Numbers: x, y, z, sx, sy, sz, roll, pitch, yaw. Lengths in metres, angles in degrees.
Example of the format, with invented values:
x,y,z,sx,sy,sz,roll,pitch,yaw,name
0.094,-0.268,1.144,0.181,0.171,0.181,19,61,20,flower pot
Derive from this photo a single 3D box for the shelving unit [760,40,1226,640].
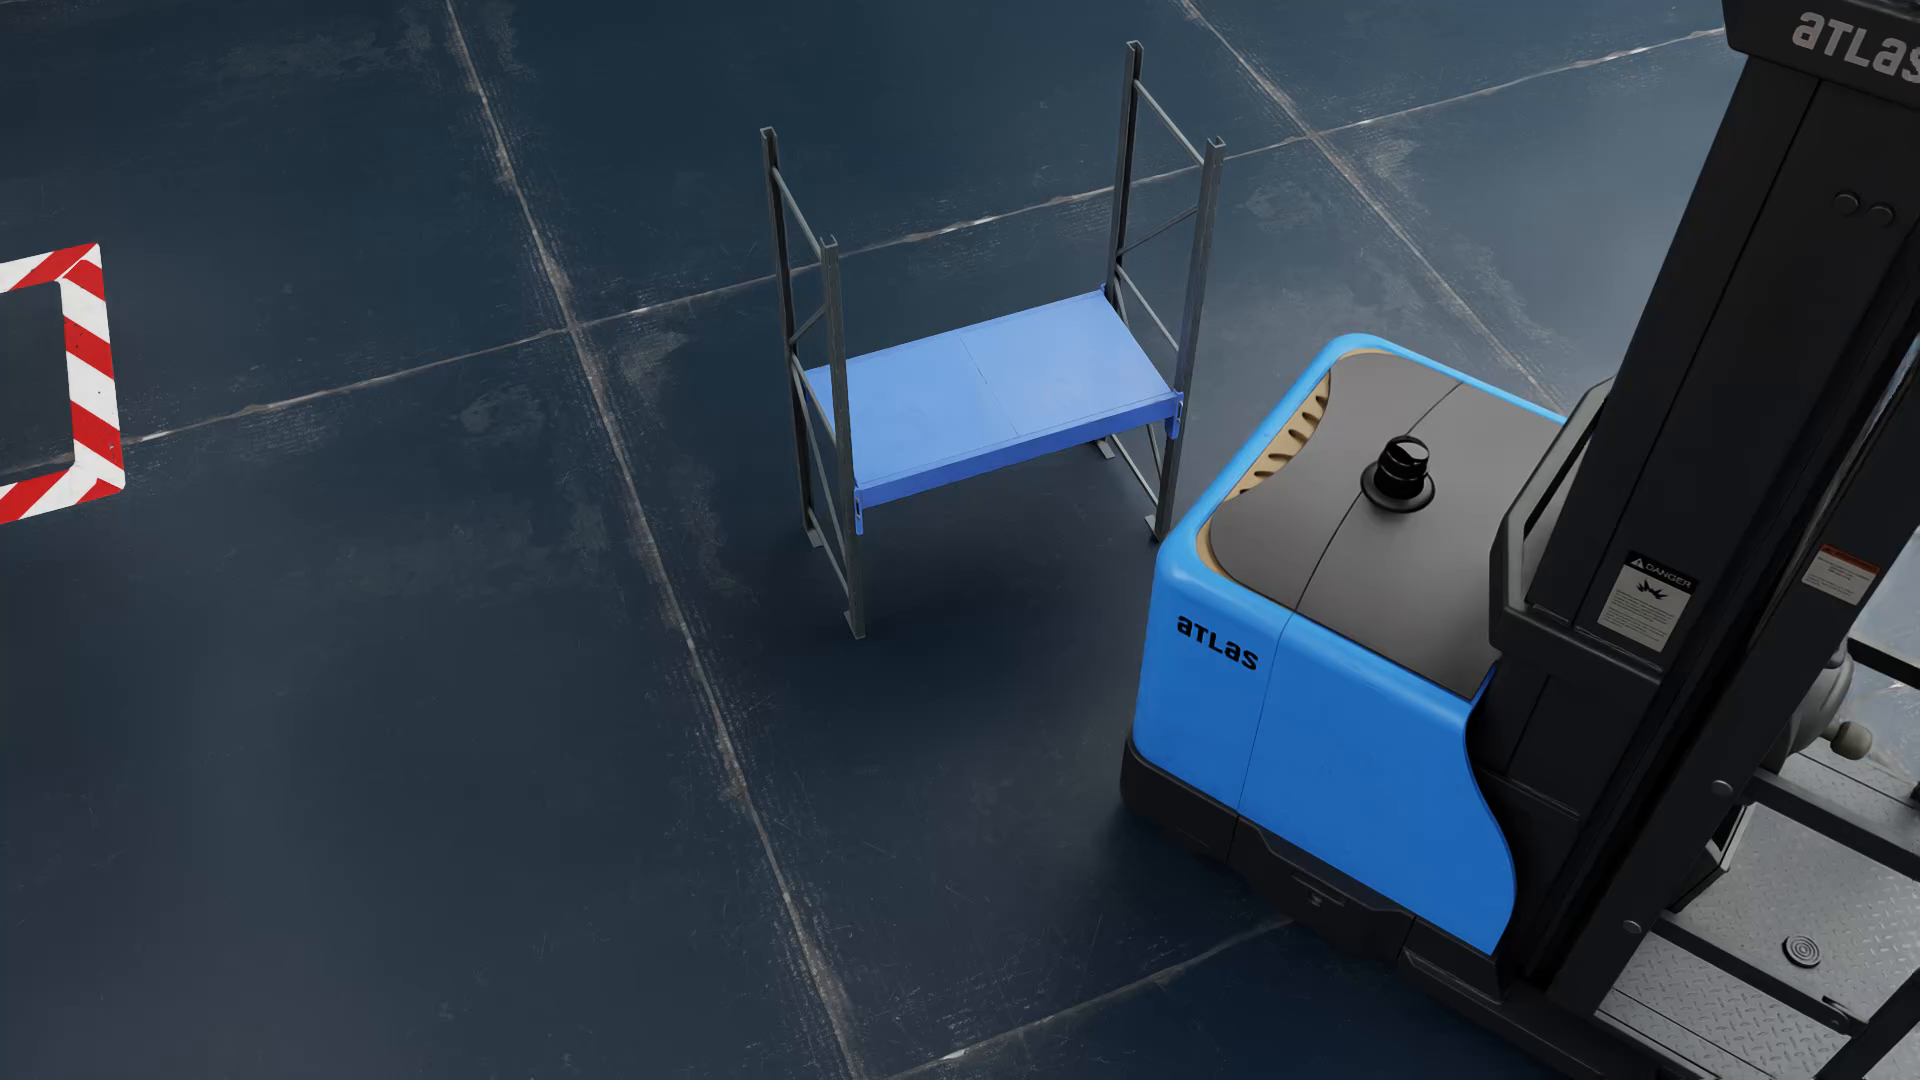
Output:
x,y,z,sx,sy,sz,roll,pitch,yaw,name
0.079,-0.513,4.702,1.048,1.500,0.538,-17,52,-14,shelving unit

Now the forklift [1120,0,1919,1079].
x,y,z,sx,sy,sz,roll,pitch,yaw,name
1.937,0.127,3.209,3.031,2.935,1.130,28,55,22,forklift

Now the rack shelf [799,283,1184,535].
x,y,z,sx,sy,sz,roll,pitch,yaw,name
0.079,-0.396,4.839,1.000,0.185,0.538,-17,52,-14,rack shelf

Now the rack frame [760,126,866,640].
x,y,z,sx,sy,sz,roll,pitch,yaw,name
-0.392,-0.367,4.577,0.032,1.500,0.500,-17,52,-14,rack frame

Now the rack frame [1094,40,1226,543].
x,y,z,sx,sy,sz,roll,pitch,yaw,name
0.550,-0.659,4.827,0.032,1.500,0.500,-17,52,-14,rack frame
